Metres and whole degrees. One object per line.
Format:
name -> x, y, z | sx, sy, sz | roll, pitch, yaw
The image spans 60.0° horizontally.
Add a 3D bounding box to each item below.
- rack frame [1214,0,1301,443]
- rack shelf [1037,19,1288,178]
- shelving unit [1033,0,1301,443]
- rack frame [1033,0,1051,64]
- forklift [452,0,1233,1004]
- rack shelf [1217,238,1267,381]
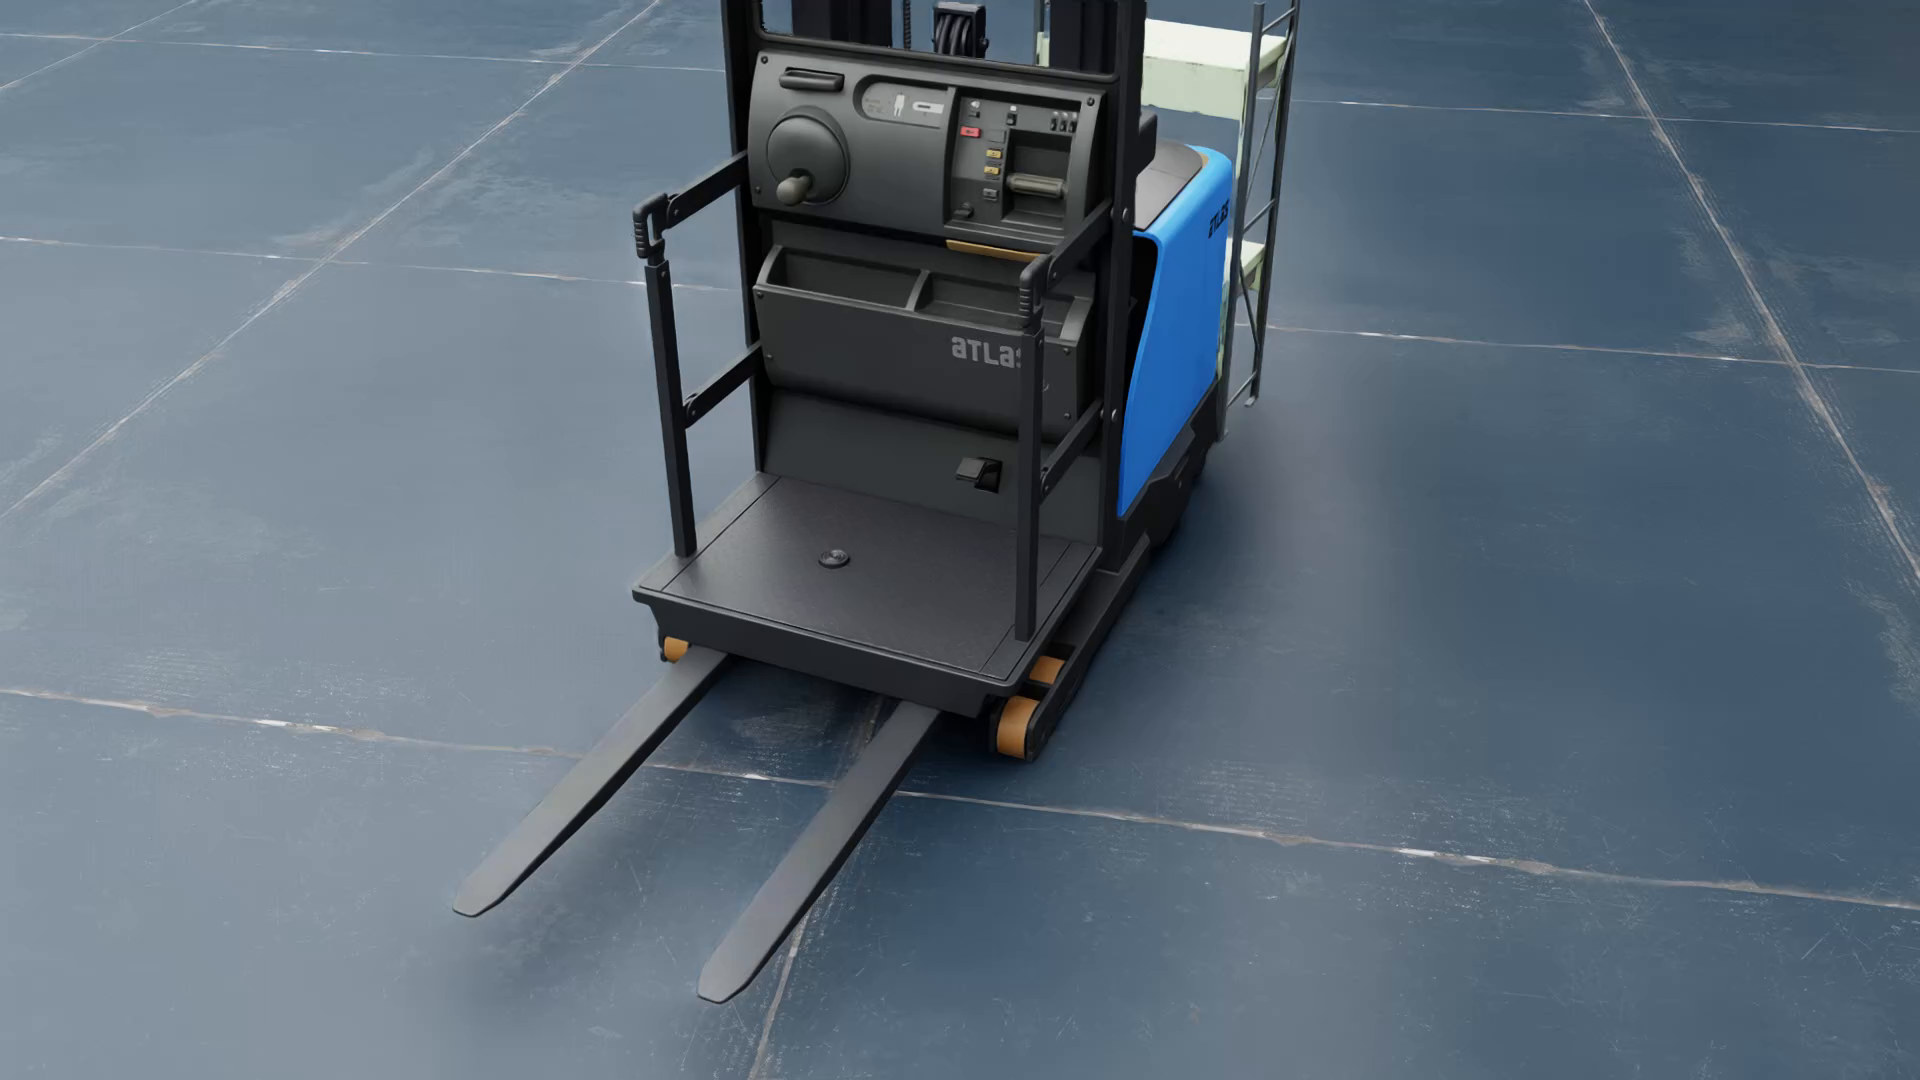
rack frame -> 0.989, -1.069, 5.544 | 0.023, 1.500, 0.400 | 16, 35, 24
rack shelf -> 0.666, -1.491, 5.484 | 0.720, 0.370, 0.431 | 16, 35, 24
shelving unit -> 0.666, -1.161, 5.691 | 0.755, 1.500, 0.431 | 16, 35, 24
rack frame -> 0.343, -1.252, 5.837 | 0.023, 1.500, 0.400 | 16, 35, 24
forklift -> -0.186, -0.929, 3.972 | 1.130, 2.935, 3.031 | 13, 34, 20
rack shelf -> 0.666, -0.884, 5.864 | 0.720, 0.370, 0.431 | 16, 35, 24
